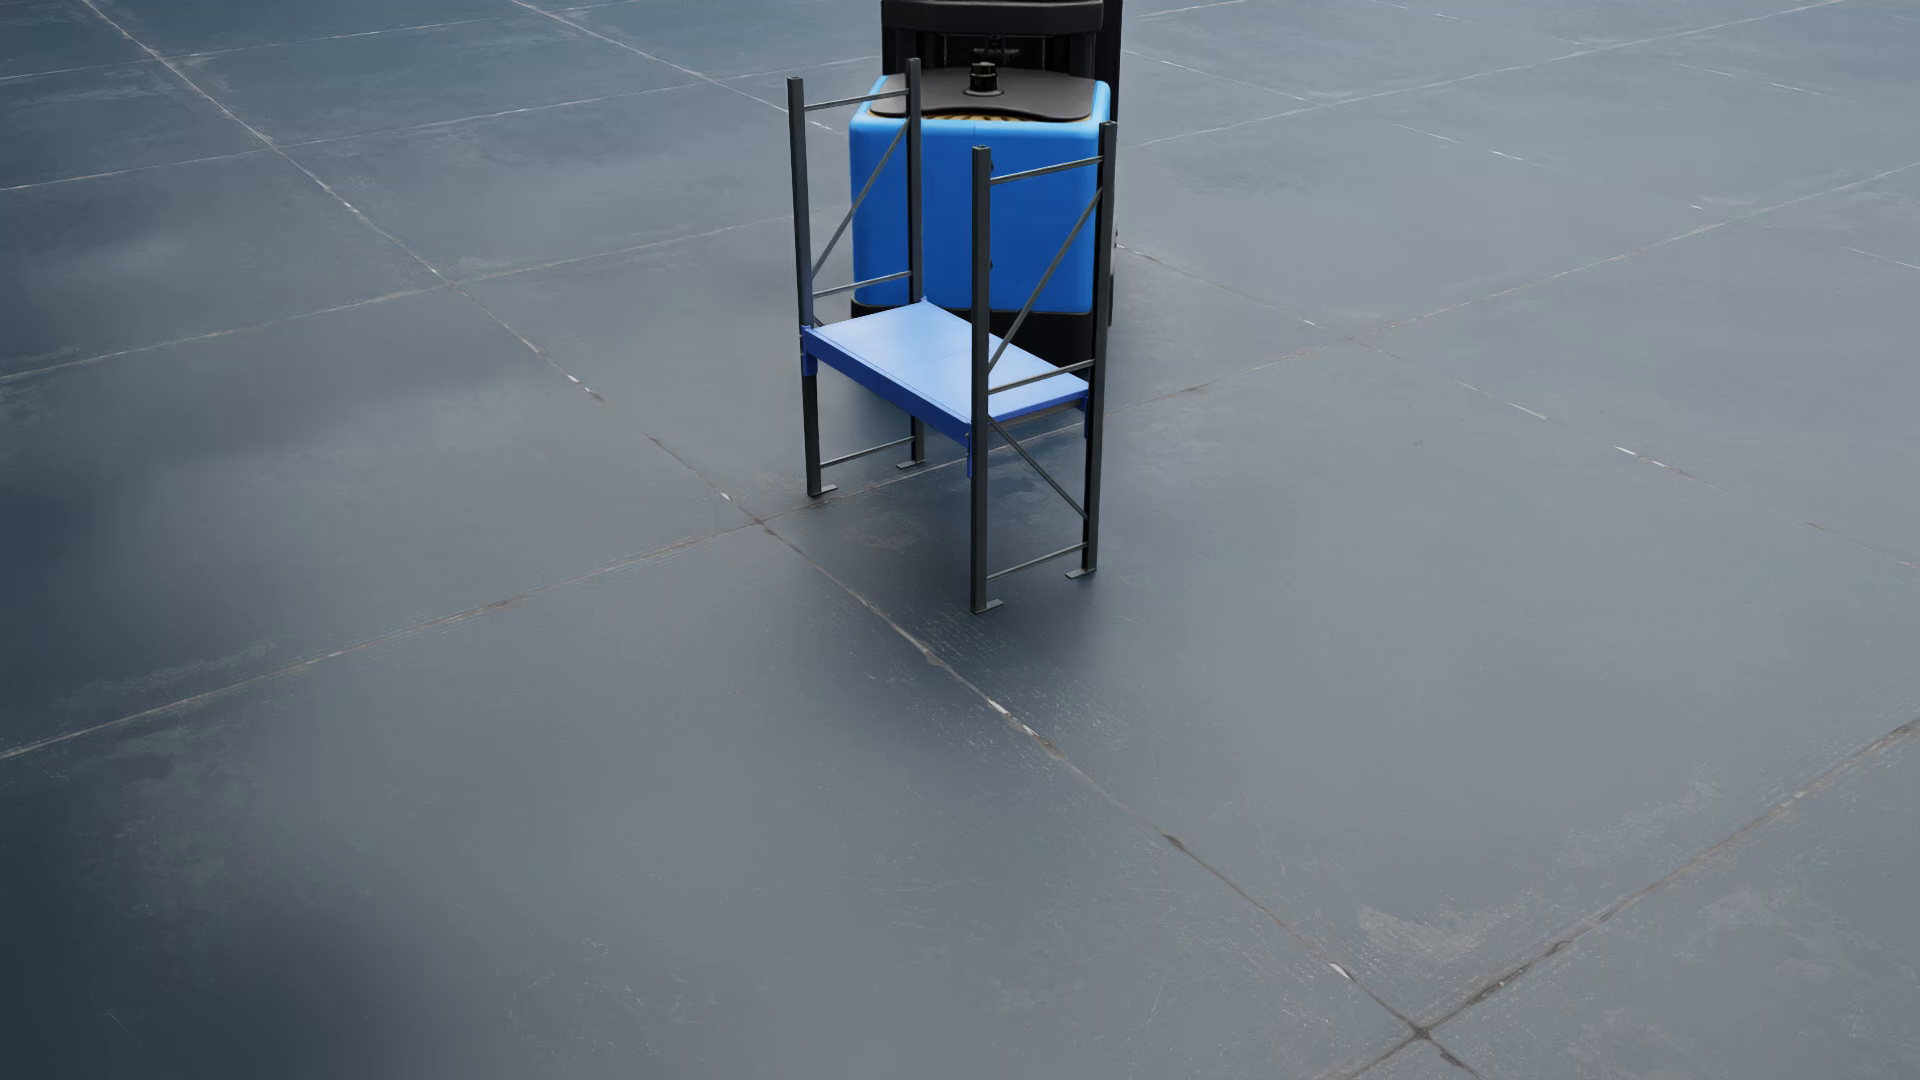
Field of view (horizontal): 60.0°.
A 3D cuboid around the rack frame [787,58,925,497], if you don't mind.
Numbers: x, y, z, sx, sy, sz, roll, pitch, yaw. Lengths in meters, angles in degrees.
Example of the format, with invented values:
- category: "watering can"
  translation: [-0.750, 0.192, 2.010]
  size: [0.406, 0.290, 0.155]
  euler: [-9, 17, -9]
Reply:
- category: "rack frame"
  translation: [-0.344, -0.890, 5.817]
  size: [0.500, 1.500, 0.032]
  euler: [-19, 34, -31]

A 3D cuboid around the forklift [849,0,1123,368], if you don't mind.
- category: "forklift"
  translation: [0.215, -2.679, 7.612]
  size: [1.130, 2.935, 3.031]
  euler: [3, 29, 5]

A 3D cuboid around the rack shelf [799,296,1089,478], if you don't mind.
- category: "rack shelf"
  translation: [-0.049, -0.534, 5.539]
  size: [0.538, 0.185, 1.000]
  euler: [-19, 34, -31]

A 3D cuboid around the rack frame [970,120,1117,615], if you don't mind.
- category: "rack frame"
  translation: [0.245, -0.495, 5.089]
  size: [0.500, 1.500, 0.032]
  euler: [-19, 34, -31]

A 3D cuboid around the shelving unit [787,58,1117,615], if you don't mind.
- category: "shelving unit"
  translation: [-0.049, -0.692, 5.453]
  size: [0.538, 1.500, 1.048]
  euler: [-19, 34, -31]
